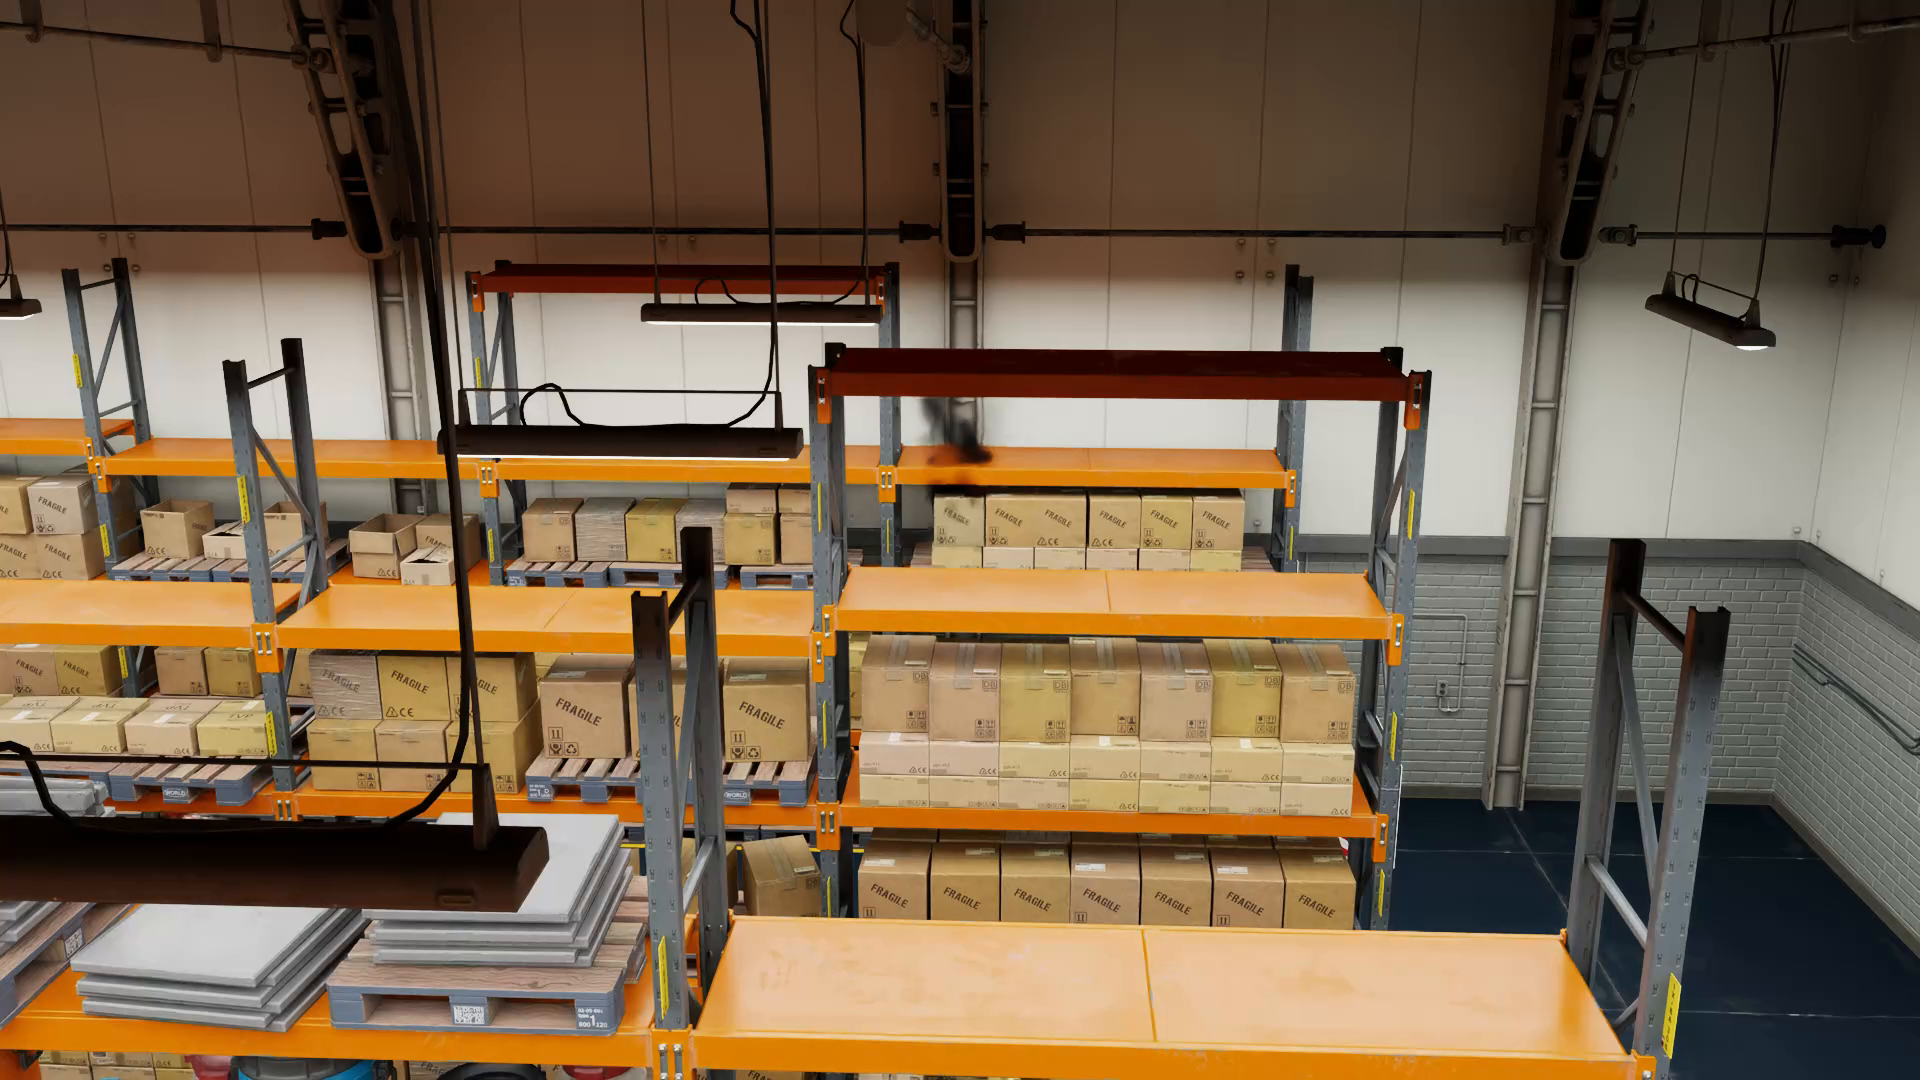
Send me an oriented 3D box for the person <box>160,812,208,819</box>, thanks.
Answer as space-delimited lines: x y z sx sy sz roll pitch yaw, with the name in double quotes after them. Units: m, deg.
-6.884 3.076 14.800 0.983 1.792 0.656 1 16 3 "person"
